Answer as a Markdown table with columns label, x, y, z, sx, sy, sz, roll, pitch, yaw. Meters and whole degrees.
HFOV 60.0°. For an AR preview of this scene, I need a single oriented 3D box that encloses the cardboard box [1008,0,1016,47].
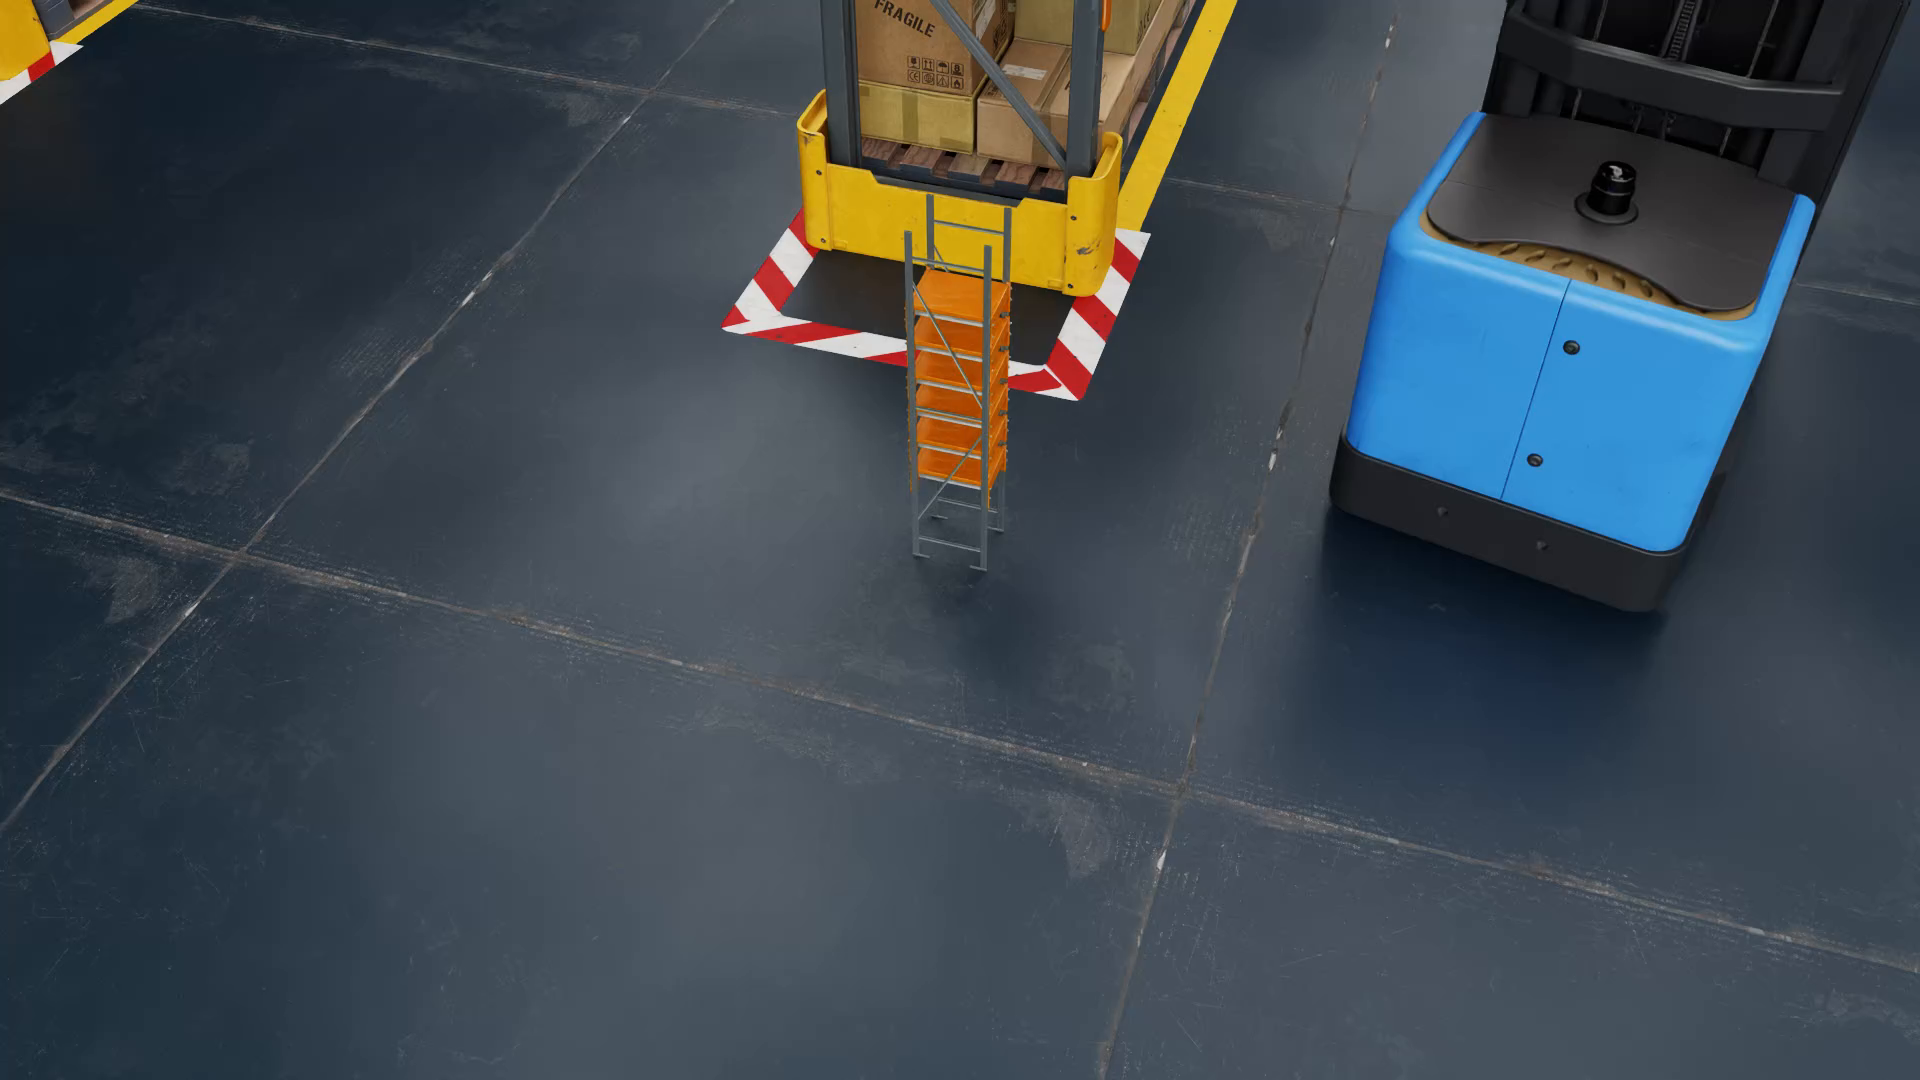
| label | x | y | z | sx | sy | sz | roll | pitch | yaw |
| --- | --- | --- | --- | --- | --- | --- | --- | --- | --- |
| cardboard box | 0.023 | -2.141 | 6.959 | 0.500 | 0.250 | 0.500 | 13 | 46 | 13 |

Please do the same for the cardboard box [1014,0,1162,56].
| label | x | y | z | sx | sy | sz | roll | pitch | yaw |
| --- | --- | --- | --- | --- | --- | --- | --- | --- | --- |
| cardboard box | 0.526 | -2.297 | 6.582 | 0.500 | 0.500 | 0.500 | 13 | 46 | 13 |

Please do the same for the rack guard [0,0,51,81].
| label | x | y | z | sx | sy | sz | roll | pitch | yaw |
| --- | --- | --- | --- | --- | --- | --- | --- | --- | --- |
| rack guard | -4.697 | -2.421 | 7.367 | 1.175 | 0.500 | 0.348 | 13 | 46 | 13 |

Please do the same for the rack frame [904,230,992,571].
| label | x | y | z | sx | sy | sz | roll | pitch | yaw |
| --- | --- | --- | --- | --- | --- | --- | --- | --- | --- |
| rack frame | -0.032 | -0.358 | 4.758 | 0.240 | 1.200 | 0.006 | 13 | 46 | 13 |

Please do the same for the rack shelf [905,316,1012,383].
| label | x | y | z | sx | sy | sz | roll | pitch | yaw |
| --- | --- | --- | --- | --- | --- | --- | --- | --- | --- |
| rack shelf | -0.004 | -0.559 | 4.684 | 0.258 | 0.103 | 0.180 | 13 | 46 | 12 |

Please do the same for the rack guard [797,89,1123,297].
| label | x | y | z | sx | sy | sz | roll | pitch | yaw |
| --- | --- | --- | --- | --- | --- | --- | --- | --- | --- |
| rack guard | -0.005 | -1.308 | 6.229 | 1.175 | 0.500 | 0.348 | 13 | 46 | 13 |

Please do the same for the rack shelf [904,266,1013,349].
| label | x | y | z | sx | sy | sz | roll | pitch | yaw |
| --- | --- | --- | --- | --- | --- | --- | --- | --- | --- |
| rack shelf | -0.004 | -0.645 | 4.600 | 0.258 | 0.103 | 0.180 | 13 | 46 | 12 |

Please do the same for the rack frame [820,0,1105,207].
| label | x | y | z | sx | sy | sz | roll | pitch | yaw |
| --- | --- | --- | --- | --- | --- | --- | --- | --- | --- |
| rack frame | 0.002 | -2.217 | 5.371 | 1.000 | 3.000 | 0.127 | 13 | 46 | 13 |

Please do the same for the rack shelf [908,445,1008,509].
| label | x | y | z | sx | sy | sz | roll | pitch | yaw |
| --- | --- | --- | --- | --- | --- | --- | --- | --- | --- |
| rack shelf | -0.004 | -0.216 | 5.019 | 0.258 | 0.103 | 0.180 | 13 | 46 | 12 |

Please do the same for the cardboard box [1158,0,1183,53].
| label | x | y | z | sx | sy | sz | roll | pitch | yaw |
| --- | --- | --- | --- | --- | --- | --- | --- | --- | --- |
| cardboard box | 0.676 | -2.362 | 7.185 | 0.500 | 0.250 | 0.500 | 13 | 46 | 13 |

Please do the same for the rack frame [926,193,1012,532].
| label | x | y | z | sx | sy | sz | roll | pitch | yaw |
| --- | --- | --- | --- | --- | --- | --- | --- | --- | --- |
| rack frame | 0.023 | -0.480 | 4.883 | 0.240 | 1.200 | 0.006 | 13 | 46 | 13 |

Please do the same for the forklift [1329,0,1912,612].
| label | x | y | z | sx | sy | sz | roll | pitch | yaw |
| --- | --- | --- | --- | --- | --- | --- | --- | --- | --- |
| forklift | 2.339 | -1.856 | 5.051 | 1.130 | 2.935 | 3.031 | 22 | 48 | 21 |

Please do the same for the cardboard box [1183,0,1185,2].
| label | x | y | z | sx | sy | sz | roll | pitch | yaw |
| --- | --- | --- | --- | --- | --- | --- | --- | --- | --- |
| cardboard box | 0.833 | -2.695 | 7.525 | 0.500 | 0.250 | 0.500 | 13 | 46 | 13 |

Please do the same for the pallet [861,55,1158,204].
| label | x | y | z | sx | sy | sz | roll | pitch | yaw |
| --- | --- | --- | --- | --- | --- | --- | --- | --- | --- |
| pallet | 0.194 | -1.739 | 6.877 | 1.003 | 0.211 | 1.213 | 13 | 46 | 13 |

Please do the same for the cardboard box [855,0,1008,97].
| label | x | y | z | sx | sy | sz | roll | pitch | yaw |
| --- | --- | --- | --- | --- | --- | --- | --- | --- | --- |
| cardboard box | -0.119 | -2.073 | 6.354 | 0.500 | 0.500 | 0.500 | 13 | 46 | 13 |

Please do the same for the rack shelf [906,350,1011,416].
| label | x | y | z | sx | sy | sz | roll | pitch | yaw |
| --- | --- | --- | --- | --- | --- | --- | --- | --- | --- |
| rack shelf | -0.004 | -0.473 | 4.768 | 0.258 | 0.103 | 0.180 | 13 | 46 | 12 |

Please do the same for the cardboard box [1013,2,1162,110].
| label | x | y | z | sx | sy | sz | roll | pitch | yaw |
| --- | --- | --- | --- | --- | --- | --- | --- | --- | --- |
| cardboard box | 0.525 | -2.029 | 6.845 | 0.500 | 0.250 | 0.500 | 13 | 46 | 13 |

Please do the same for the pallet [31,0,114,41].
| label | x | y | z | sx | sy | sz | roll | pitch | yaw |
| --- | --- | --- | --- | --- | --- | --- | --- | --- | --- |
| pallet | -4.417 | -2.852 | 8.014 | 1.003 | 0.211 | 1.213 | 13 | 46 | 13 |

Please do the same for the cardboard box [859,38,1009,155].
| label | x | y | z | sx | sy | sz | roll | pitch | yaw |
| --- | --- | --- | --- | --- | --- | --- | --- | --- | --- |
| cardboard box | -0.117 | -1.805 | 6.615 | 0.500 | 0.250 | 0.500 | 13 | 46 | 13 |

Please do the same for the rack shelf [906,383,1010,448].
| label | x | y | z | sx | sy | sz | roll | pitch | yaw |
| --- | --- | --- | --- | --- | --- | --- | --- | --- | --- |
| rack shelf | -0.004 | -0.387 | 4.852 | 0.258 | 0.103 | 0.180 | 13 | 46 | 12 |

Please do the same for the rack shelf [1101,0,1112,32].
| label | x | y | z | sx | sy | sz | roll | pitch | yaw |
| --- | --- | --- | --- | --- | --- | --- | --- | --- | --- |
| rack shelf | 0.608 | -3.293 | 6.985 | 1.077 | 0.370 | 4.000 | 13 | 46 | 13 |

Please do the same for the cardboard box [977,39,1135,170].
| label | x | y | z | sx | sy | sz | roll | pitch | yaw |
| --- | --- | --- | --- | --- | --- | --- | --- | --- | --- |
| cardboard box | 0.377 | -1.695 | 6.503 | 0.500 | 0.250 | 0.500 | 13 | 46 | 13 |

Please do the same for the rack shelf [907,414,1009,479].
| label | x | y | z | sx | sy | sz | roll | pitch | yaw |
| --- | --- | --- | --- | --- | --- | --- | --- | --- | --- |
| rack shelf | -0.004 | -0.302 | 4.936 | 0.258 | 0.103 | 0.180 | 13 | 46 | 12 |

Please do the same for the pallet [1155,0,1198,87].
| label | x | y | z | sx | sy | sz | roll | pitch | yaw |
| --- | --- | --- | --- | --- | --- | --- | --- | --- | --- |
| pallet | 0.565 | -2.550 | 7.705 | 1.003 | 0.211 | 1.213 | 13 | 46 | 13 |

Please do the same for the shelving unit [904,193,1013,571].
| label | x | y | z | sx | sy | sz | roll | pitch | yaw |
| --- | --- | --- | --- | --- | --- | --- | --- | --- | --- |
| shelving unit | -0.004 | -0.419 | 4.820 | 0.258 | 1.200 | 0.189 | 13 | 46 | 13 |
